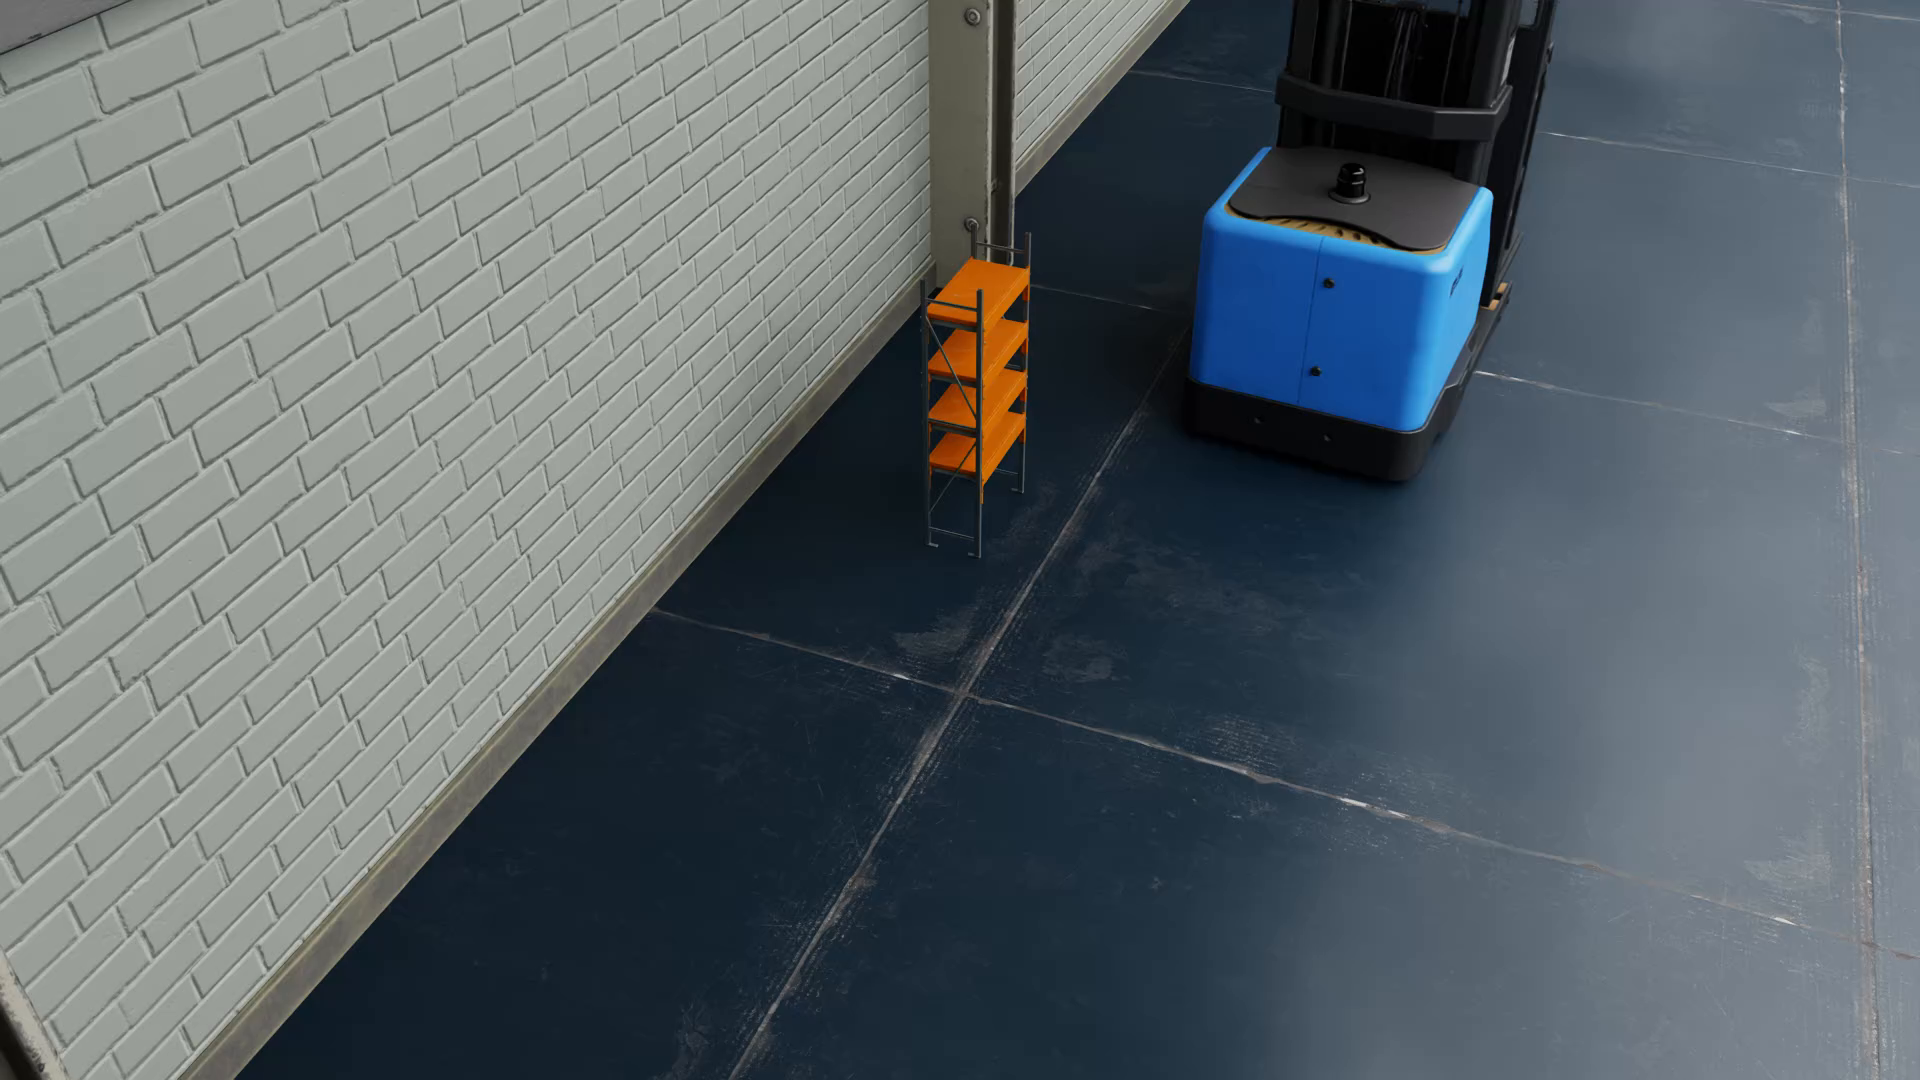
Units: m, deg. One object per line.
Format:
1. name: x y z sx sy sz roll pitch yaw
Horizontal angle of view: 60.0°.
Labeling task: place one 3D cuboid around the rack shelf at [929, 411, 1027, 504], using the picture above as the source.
1. rack shelf: 0.063 -0.359 6.673 0.258 0.148 0.480 14 39 18

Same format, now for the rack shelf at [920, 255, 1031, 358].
1. rack shelf: 0.063 -0.887 6.278 0.258 0.148 0.480 14 39 18

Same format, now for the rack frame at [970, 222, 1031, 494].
1. rack frame: 0.156 -0.707 6.694 0.240 1.200 0.015 14 39 18

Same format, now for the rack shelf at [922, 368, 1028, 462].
1. rack shelf: 0.063 -0.518 6.554 0.258 0.148 0.480 14 39 18

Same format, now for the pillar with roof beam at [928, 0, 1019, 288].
1. pillar with roof beam: 4.045 -3.998 4.582 9.100 9.000 0.400 14 39 18

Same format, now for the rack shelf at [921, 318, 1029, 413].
1. rack shelf: 0.063 -0.698 6.420 0.258 0.148 0.480 14 39 18

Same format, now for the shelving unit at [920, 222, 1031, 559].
1. shelving unit: 0.063 -0.572 6.513 0.258 1.200 0.503 14 39 18

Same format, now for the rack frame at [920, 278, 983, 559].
1. rack frame: -0.030 -0.437 6.333 0.240 1.200 0.015 14 39 18

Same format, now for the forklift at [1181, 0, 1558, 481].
1. forklift: 2.082 -2.292 7.369 1.130 2.935 3.031 16 40 21
